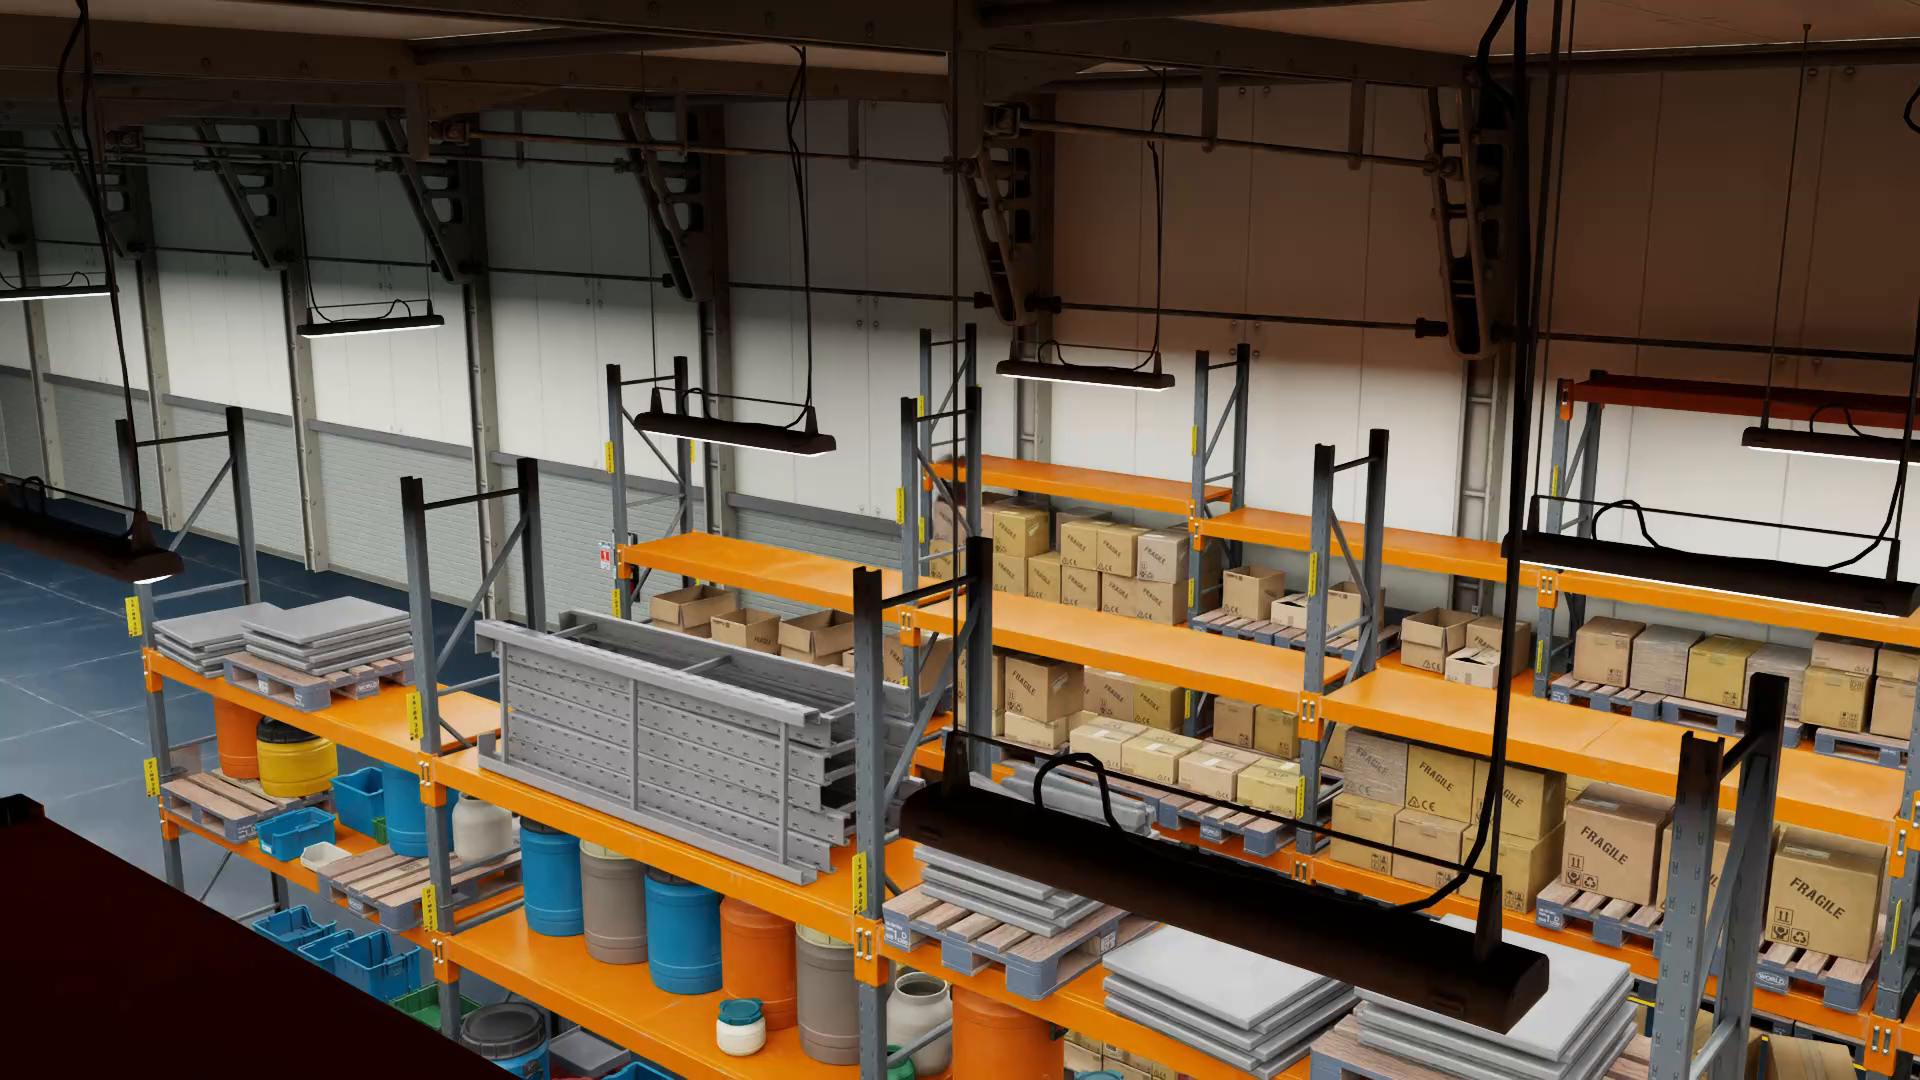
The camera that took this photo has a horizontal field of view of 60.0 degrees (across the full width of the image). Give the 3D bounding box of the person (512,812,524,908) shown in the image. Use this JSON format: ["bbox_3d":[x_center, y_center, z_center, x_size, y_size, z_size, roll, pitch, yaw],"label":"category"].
[{"bbox_3d":[-4.569,3.390,17.507,0.474,1.634,1.029,-9,16,-35],"label":"person"}]
